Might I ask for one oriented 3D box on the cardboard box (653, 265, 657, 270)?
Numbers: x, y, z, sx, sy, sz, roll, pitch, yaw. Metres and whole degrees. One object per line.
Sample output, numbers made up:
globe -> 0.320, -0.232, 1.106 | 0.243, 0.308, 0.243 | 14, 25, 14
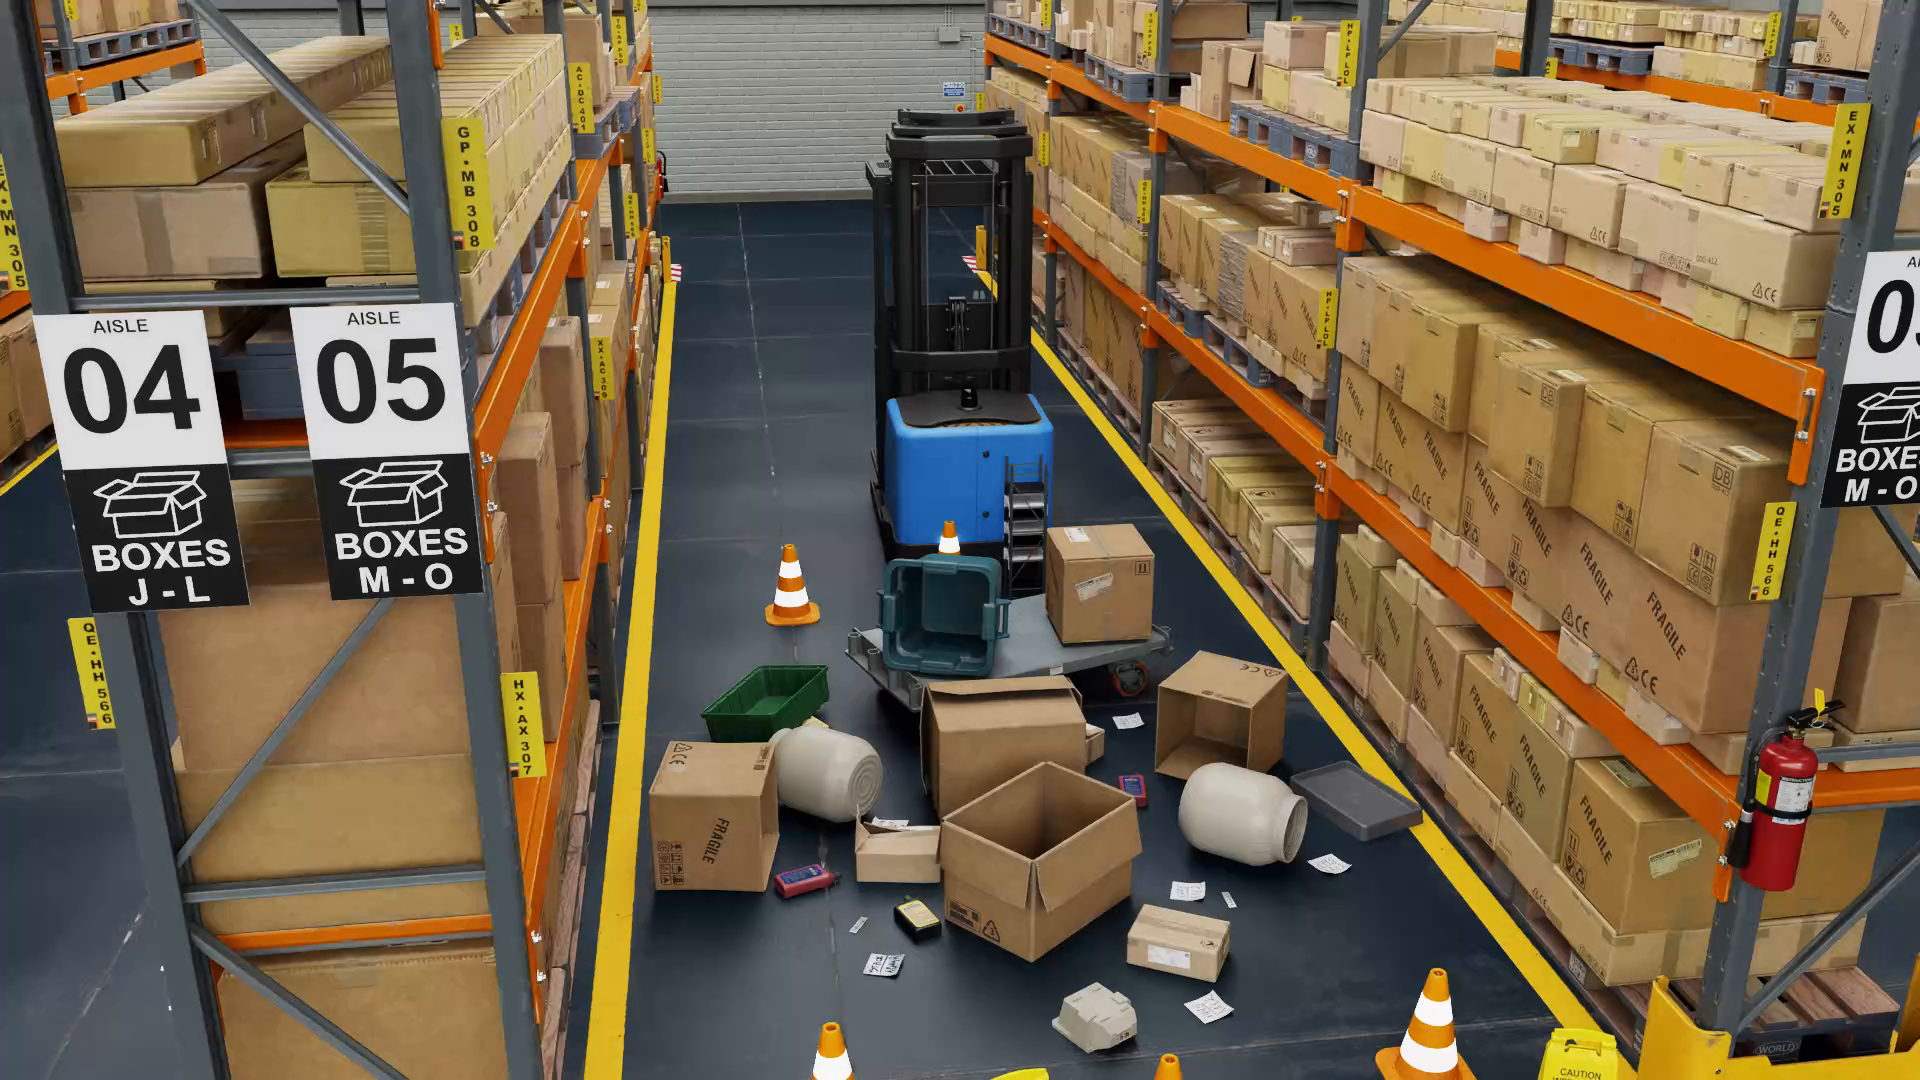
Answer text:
cardboard box -> -3.543, -2.933, 18.331 | 0.380, 0.149, 0.250 | -2, 21, -5

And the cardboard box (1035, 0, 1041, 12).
cardboard box -> 1.150, -5.611, 17.275 | 0.797, 0.503, 0.637 | -1, 21, -4

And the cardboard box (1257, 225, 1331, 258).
cardboard box -> 2.064, -1.846, 10.276 | 0.380, 0.149, 0.250 | -4, 21, -10

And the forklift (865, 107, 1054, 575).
forklift -> -0.078, -1.592, 11.789 | 1.130, 2.935, 3.031 | -3, 21, -7

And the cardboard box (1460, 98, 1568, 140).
cardboard box -> 2.444, -1.858, 7.337 | 0.380, 0.149, 0.250 | -4, 21, -10

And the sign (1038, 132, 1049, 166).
sign -> 0.827, -3.863, 16.421 | 0.100, 0.325, 0.005 | -3, 21, -8

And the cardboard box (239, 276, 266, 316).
cardboard box -> -2.197, -0.726, 4.701 | 0.380, 0.149, 0.250 | -3, 21, -7

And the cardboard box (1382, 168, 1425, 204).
cardboard box -> 2.312, -1.753, 8.193 | 0.380, 0.149, 0.250 | -3, 21, -8

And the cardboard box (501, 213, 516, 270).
cardboard box -> -1.620, -0.938, 5.269 | 0.380, 0.149, 0.250 | -3, 21, -7

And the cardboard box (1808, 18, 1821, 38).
cardboard box -> 7.085, -4.118, 13.387 | 0.380, 0.149, 0.250 | -4, 21, -10

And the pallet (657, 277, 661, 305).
pallet -> -3.991, -2.933, 19.268 | 1.003, 0.211, 1.213 | -3, 21, -8

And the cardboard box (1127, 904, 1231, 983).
cardboard box -> 0.918, 1.690, 6.979 | 0.380, 0.149, 0.250 | 8, 22, 20

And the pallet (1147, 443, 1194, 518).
pallet -> 2.064, -0.487, 12.718 | 1.003, 0.211, 1.213 | -3, 21, -8

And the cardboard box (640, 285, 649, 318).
cardboard box -> -3.089, -2.117, 14.999 | 0.500, 0.250, 0.500 | -2, 21, -5

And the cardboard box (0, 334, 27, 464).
cardboard box -> -7.933, -1.005, 12.557 | 1.225, 0.875, 0.875 | -4, 21, -10

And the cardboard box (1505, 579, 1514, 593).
cardboard box -> 2.639, 0.175, 7.320 | 0.380, 0.149, 0.250 | -3, 21, -8

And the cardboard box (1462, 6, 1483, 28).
cardboard box -> 5.822, -5.687, 18.156 | 0.500, 0.250, 0.500 | -2, 21, -7

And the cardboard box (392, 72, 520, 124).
cardboard box -> -1.693, -1.486, 5.596 | 0.380, 0.149, 0.250 | -3, 21, -8

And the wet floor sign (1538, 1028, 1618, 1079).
wet floor sign -> 2.075, 1.929, 5.630 | 0.267, 0.644, 0.232 | 4, 21, 11

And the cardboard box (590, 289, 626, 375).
cardboard box -> -2.458, -1.338, 10.868 | 0.500, 0.500, 0.500 | -3, 21, -9

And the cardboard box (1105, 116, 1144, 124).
cardboard box -> 1.689, -3.822, 16.090 | 0.500, 0.500, 0.500 | -2, 21, -6

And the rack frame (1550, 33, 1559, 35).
rack frame -> 6.287, -6.511, 16.287 | 1.000, 3.000, 0.127 | -3, 21, -8

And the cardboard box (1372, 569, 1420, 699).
cardboard box -> 2.436, 0.464, 8.445 | 0.500, 0.500, 0.500 | -2, 21, -6

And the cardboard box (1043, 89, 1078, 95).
cardboard box -> 1.060, -4.542, 17.091 | 0.380, 0.149, 0.250 | -3, 21, -8

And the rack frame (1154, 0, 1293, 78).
rack frame -> 1.953, -4.874, 11.905 | 1.000, 3.000, 0.127 | -3, 21, -8

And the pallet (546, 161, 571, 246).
pallet -> -2.247, -1.474, 7.216 | 1.003, 0.211, 1.213 | -3, 21, -8

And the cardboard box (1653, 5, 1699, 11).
cardboard box -> 6.582, -4.823, 15.245 | 0.380, 0.149, 0.250 | -3, 21, -7

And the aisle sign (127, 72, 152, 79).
aisle sign -> -9.314, -5.562, 18.604 | 0.394, 0.787, 0.004 | -3, 21, -8

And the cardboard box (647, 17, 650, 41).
cardboard box -> -3.757, -5.740, 18.724 | 0.500, 0.250, 0.500 | -3, 21, -9

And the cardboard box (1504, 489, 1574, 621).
cardboard box -> 2.619, -0.001, 6.864 | 0.500, 0.500, 0.500 | -3, 21, -8

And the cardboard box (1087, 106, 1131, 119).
cardboard box -> 1.547, -4.141, 16.945 | 0.500, 0.500, 0.500 | -3, 21, -7

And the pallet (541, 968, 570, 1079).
pallet -> -1.970, 2.024, 5.995 | 1.003, 0.211, 1.213 | -3, 21, -8

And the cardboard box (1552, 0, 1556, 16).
cardboard box -> 5.897, -5.245, 16.377 | 0.380, 0.149, 0.250 | -2, 21, -6

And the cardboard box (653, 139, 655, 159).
cardboard box -> -3.696, -4.414, 18.679 | 0.500, 0.500, 0.500 | -3, 21, -9

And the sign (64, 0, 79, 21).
sign -> -7.895, -4.775, 14.737 | 0.100, 0.325, 0.005 | -3, 21, -8

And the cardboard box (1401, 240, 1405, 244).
cardboard box -> 5.705, -3.896, 20.828 | 0.797, 0.503, 0.637 | -4, 21, -10

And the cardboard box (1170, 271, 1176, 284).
cardboard box -> 1.816, -2.021, 12.599 | 0.380, 0.149, 0.250 | -4, 21, -11

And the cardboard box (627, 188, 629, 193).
cardboard box -> -3.183, -3.078, 15.003 | 0.380, 0.149, 0.250 | -2, 21, -5

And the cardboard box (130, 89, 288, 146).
cardboard box -> -2.273, -1.278, 5.041 | 0.380, 0.149, 0.250 | -3, 21, -7

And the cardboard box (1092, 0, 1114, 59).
cardboard box -> 1.412, -4.308, 13.934 | 0.500, 0.500, 0.500 | -3, 21, -7

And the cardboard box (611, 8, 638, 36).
cardboard box -> -3.340, -4.912, 15.793 | 0.500, 0.250, 0.500 | -2, 21, -6

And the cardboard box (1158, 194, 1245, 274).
cardboard box -> 1.789, -2.279, 12.363 | 0.500, 0.500, 0.500 | -4, 21, -9

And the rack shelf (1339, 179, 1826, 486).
rack shelf -> 2.818, -1.055, 6.994 | 1.077, 0.370, 4.000 | -3, 21, -8

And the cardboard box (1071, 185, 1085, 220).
cardboard box -> 1.310, -3.091, 15.205 | 0.500, 0.250, 0.500 | -3, 21, -7

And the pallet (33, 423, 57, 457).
pallet -> -8.065, -0.956, 13.974 | 1.003, 0.211, 1.213 | -3, 21, -8

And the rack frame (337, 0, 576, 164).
rack frame -> -2.354, -3.205, 7.435 | 1.000, 3.000, 0.127 | -3, 21, -8

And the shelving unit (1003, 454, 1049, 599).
shelving unit -> 0.420, -0.085, 10.657 | 0.258, 0.900, 0.210 | -3, 21, -7

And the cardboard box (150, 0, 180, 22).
cardboard box -> -8.879, -5.852, 17.925 | 0.700, 0.500, 0.500 | -4, 21, -11

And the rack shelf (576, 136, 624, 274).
rack shelf -> -2.643, -2.155, 9.940 | 1.077, 0.370, 4.000 | -3, 21, -8

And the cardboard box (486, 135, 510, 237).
cardboard box -> -1.668, -1.083, 5.088 | 0.500, 0.250, 0.500 | -3, 21, -8

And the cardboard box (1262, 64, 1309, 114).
cardboard box -> 2.161, -2.758, 10.139 | 0.500, 0.250, 0.500 | -3, 21, -7

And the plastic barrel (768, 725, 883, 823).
plastic barrel -> -0.673, 1.128, 8.091 | 0.512, 0.421, 0.421 | 12, 24, 30

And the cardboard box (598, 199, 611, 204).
cardboard box -> -2.957, -2.670, 13.487 | 0.380, 0.149, 0.250 | -2, 21, -5

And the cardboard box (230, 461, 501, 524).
cardboard box -> -1.964, 0.098, 5.408 | 0.875, 0.550, 0.550 | -3, 21, -8

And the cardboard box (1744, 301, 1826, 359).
cardboard box -> 2.778, -0.691, 5.351 | 0.380, 0.149, 0.250 | -3, 21, -8

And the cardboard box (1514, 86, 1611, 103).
cardboard box -> 2.853, -2.060, 7.878 | 0.380, 0.149, 0.250 | -2, 21, -6

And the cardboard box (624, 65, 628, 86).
cardboard box -> -2.906, -3.788, 13.141 | 0.500, 0.500, 0.500 | -3, 21, -8

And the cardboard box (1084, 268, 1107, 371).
cardboard box -> 1.683, -2.127, 15.561 | 0.875, 0.875, 0.875 | -2, 21, -6
